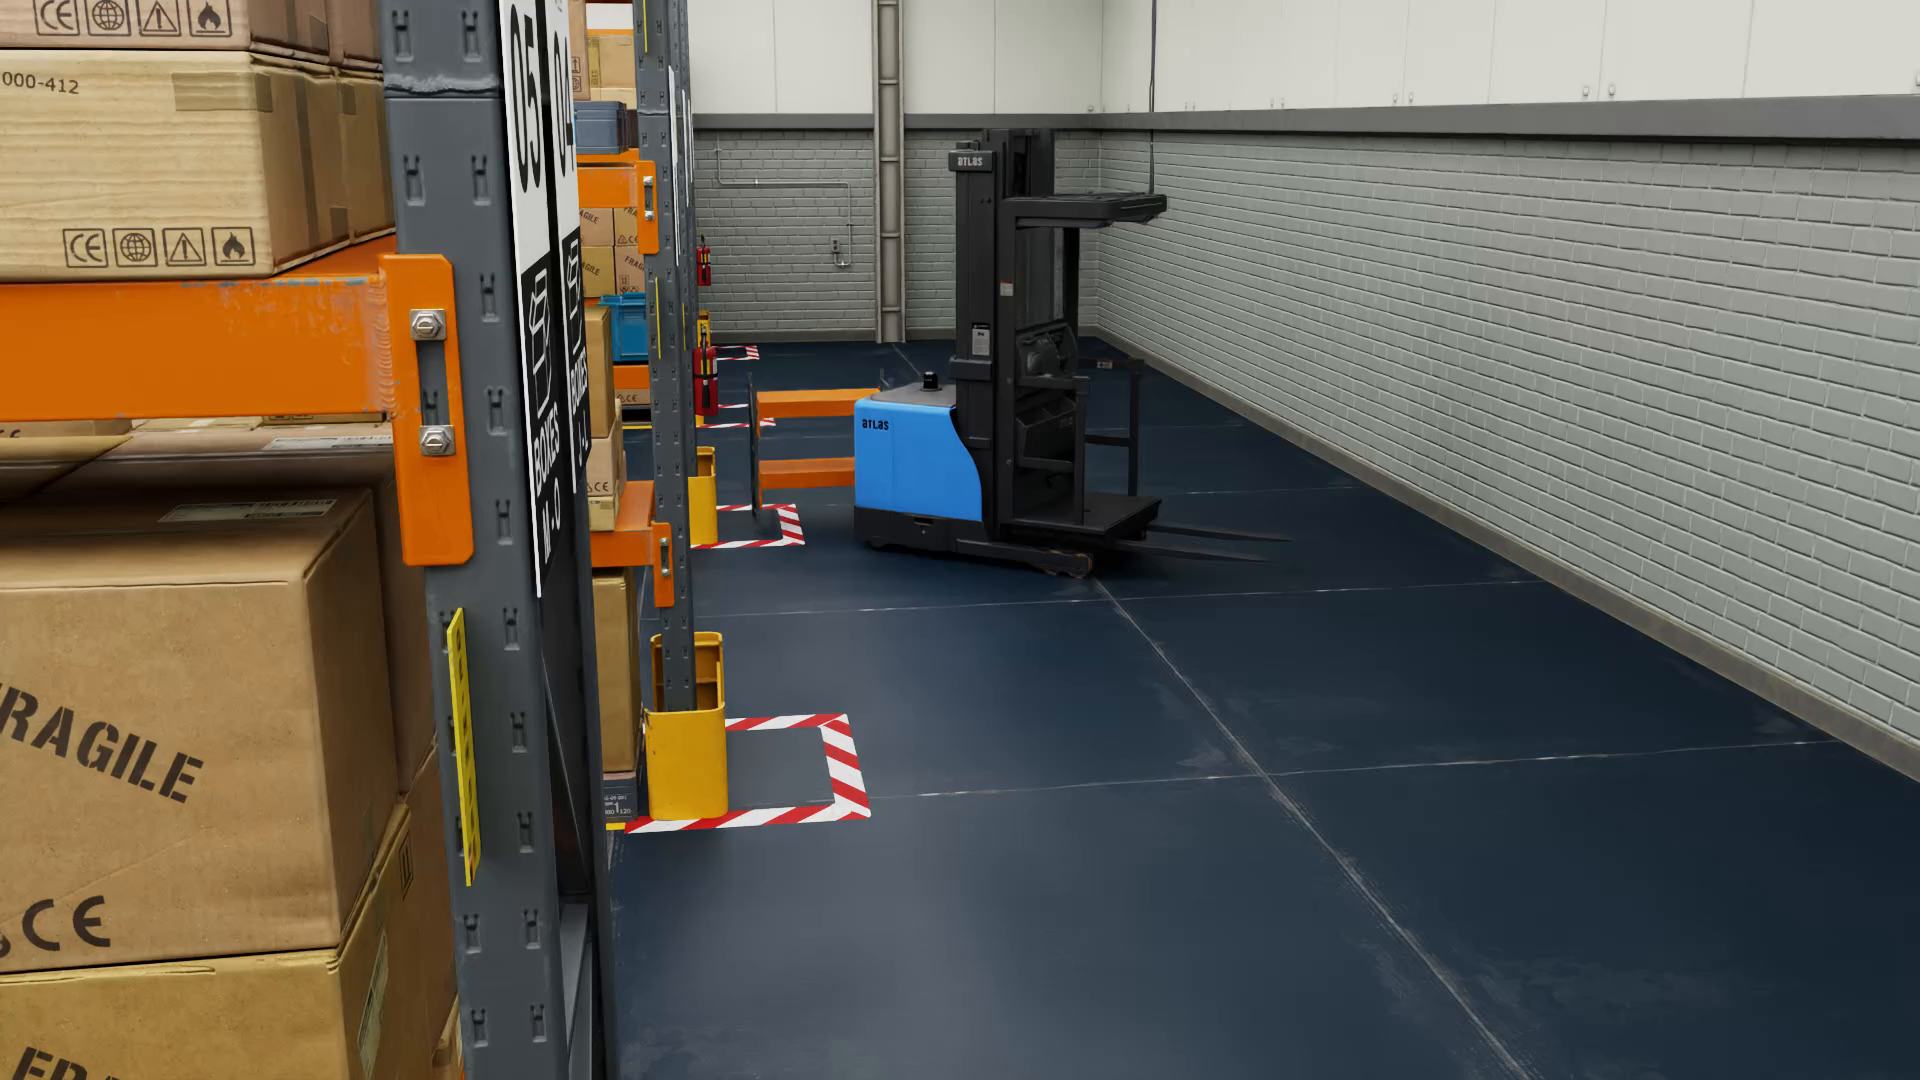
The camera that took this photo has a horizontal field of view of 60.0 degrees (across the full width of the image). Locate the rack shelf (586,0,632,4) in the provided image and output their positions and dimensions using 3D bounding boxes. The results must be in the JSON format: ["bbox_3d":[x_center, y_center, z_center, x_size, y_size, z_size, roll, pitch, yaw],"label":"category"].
[{"bbox_3d":[-4.754,-5.234,16.079,4.000,0.370,1.077,-2,14,-8],"label":"rack shelf"}]

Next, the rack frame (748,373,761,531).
[{"bbox_3d":[-1.557,-0.672,12.587,0.032,1.125,0.500,-3,14,-11],"label":"rack frame"}]

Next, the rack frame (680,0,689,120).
[{"bbox_3d":[-2.776,-5.657,16.280,0.127,3.000,1.000,-2,14,-8],"label":"rack frame"}]

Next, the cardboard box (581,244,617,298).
[{"bbox_3d":[-3.691,-2.694,16.594,0.500,0.500,0.500,-2,14,-8],"label":"cardboard box"}]

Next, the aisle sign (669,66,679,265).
[{"bbox_3d":[-1.188,-1.556,6.914,0.004,0.787,0.394,-2,14,-8],"label":"aisle sign"}]

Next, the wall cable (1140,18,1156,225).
[{"bbox_3d":[2.129,-5.461,21.883,0.112,2.526,3.097,-2,14,-8],"label":"wall cable"}]

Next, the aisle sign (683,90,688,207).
[{"bbox_3d":[-1.927,-2.749,11.672,0.004,0.787,0.394,-2,14,-8],"label":"aisle sign"}]

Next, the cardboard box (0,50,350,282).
[{"bbox_3d":[-1.075,-0.470,2.070,0.500,0.250,0.500,-2,14,-10],"label":"cardboard box"}]

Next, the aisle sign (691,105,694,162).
[{"bbox_3d":[-3.402,-5.130,21.167,0.004,0.787,0.394,-2,14,-8],"label":"aisle sign"}]

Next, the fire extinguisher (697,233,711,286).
[{"bbox_3d":[-3.300,-3.615,21.395,0.183,0.674,0.296,-2,14,-8],"label":"fire extinguisher"}]

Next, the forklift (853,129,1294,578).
[{"bbox_3d":[0.783,-1.311,11.422,3.031,2.935,1.130,7,16,26],"label":"forklift"}]

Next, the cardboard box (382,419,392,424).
[{"bbox_3d":[-2.332,-0.463,7.598,0.500,0.250,0.500,-2,14,-9],"label":"cardboard box"}]

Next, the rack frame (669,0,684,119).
[{"bbox_3d":[-2.042,-4.466,11.529,0.127,3.000,1.000,-2,14,-8],"label":"rack frame"}]

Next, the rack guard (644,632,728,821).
[{"bbox_3d":[-1.280,0.847,7.815,0.348,0.500,1.175,-2,14,-8],"label":"rack guard"}]

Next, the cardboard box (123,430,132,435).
[{"bbox_3d":[-3.752,-0.282,6.876,0.500,0.250,0.500,-2,14,-7],"label":"cardboard box"}]

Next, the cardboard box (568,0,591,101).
[{"bbox_3d":[-1.810,-2.088,6.941,0.500,0.500,0.700,-3,14,-12],"label":"cardboard box"}]

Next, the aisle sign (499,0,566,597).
[{"bbox_3d":[-0.548,-0.359,2.142,0.004,0.787,0.394,-2,14,-8],"label":"aisle sign"}]

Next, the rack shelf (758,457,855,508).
[{"bbox_3d":[-1.059,-0.458,12.742,1.000,0.278,0.538,-3,14,-11],"label":"rack shelf"}]

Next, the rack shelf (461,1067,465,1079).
[{"bbox_3d":[-2.642,1.254,2.534,4.000,0.370,1.077,-2,14,-8],"label":"rack shelf"}]

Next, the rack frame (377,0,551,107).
[{"bbox_3d":[-0.665,-2.077,2.006,0.127,3.000,1.000,-2,14,-8],"label":"rack frame"}]

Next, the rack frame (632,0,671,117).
[{"bbox_3d":[-1.304,-3.274,6.778,0.127,3.000,1.000,-2,14,-8],"label":"rack frame"}]

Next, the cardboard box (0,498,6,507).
[{"bbox_3d":[-1.581,0.250,2.188,0.500,0.500,0.500,-3,14,-10],"label":"cardboard box"}]

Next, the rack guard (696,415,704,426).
[{"bbox_3d":[-2.851,-1.532,17.303,0.348,0.500,1.175,-2,14,-8],"label":"rack guard"}]

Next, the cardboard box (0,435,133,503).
[{"bbox_3d":[-1.646,0.127,2.677,0.500,0.500,0.500,-2,14,-7],"label":"cardboard box"}]

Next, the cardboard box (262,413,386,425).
[{"bbox_3d":[-2.824,-0.809,7.435,0.500,0.500,0.500,-2,14,-10],"label":"cardboard box"}]

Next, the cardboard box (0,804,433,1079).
[{"bbox_3d":[-1.071,0.718,2.376,0.500,0.500,0.500,-2,14,-7],"label":"cardboard box"}]

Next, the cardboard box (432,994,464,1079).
[{"bbox_3d":[-1.034,0.887,3.034,0.250,0.149,0.380,-2,14,-9],"label":"cardboard box"}]

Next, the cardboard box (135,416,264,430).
[{"bbox_3d":[-3.344,-0.425,7.448,0.500,0.250,0.500,-2,14,-9],"label":"cardboard box"}]

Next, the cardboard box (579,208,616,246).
[{"bbox_3d":[-3.674,-3.180,16.474,0.500,0.500,0.500,-2,14,-7],"label":"cardboard box"}]

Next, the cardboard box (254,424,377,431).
[{"bbox_3d":[-2.748,-0.318,7.019,0.500,0.250,0.500,-3,14,-10],"label":"cardboard box"}]

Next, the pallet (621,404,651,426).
[{"bbox_3d":[-3.639,-1.363,17.222,1.213,0.211,1.003,-2,14,-8],"label":"pallet"}]

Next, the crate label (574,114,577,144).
[{"bbox_3d":[-3.002,-2.983,12.088,0.502,0.251,0.408,-2,14,-8],"label":"crate label"}]

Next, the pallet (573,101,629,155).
[{"bbox_3d":[-2.036,-1.747,7.036,1.213,0.211,1.003,-2,14,-8],"label":"pallet"}]

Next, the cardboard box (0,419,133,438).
[{"bbox_3d":[-3.745,-0.646,6.788,0.500,0.500,0.500,-3,14,-10],"label":"cardboard box"}]

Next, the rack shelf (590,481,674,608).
[{"bbox_3d":[-3.281,0.057,7.306,4.000,0.370,1.077,-2,14,-8],"label":"rack shelf"}]

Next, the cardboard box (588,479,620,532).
[{"bbox_3d":[-1.607,-0.150,7.171,0.250,0.149,0.380,-2,14,-7],"label":"cardboard box"}]

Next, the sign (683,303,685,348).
[{"bbox_3d":[-1.944,-1.503,11.713,0.005,0.325,0.100,-2,14,-8],"label":"sign"}]

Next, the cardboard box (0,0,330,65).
[{"bbox_3d":[-1.082,-0.714,2.018,0.500,0.250,0.500,-3,14,-10],"label":"cardboard box"}]

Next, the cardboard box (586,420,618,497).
[{"bbox_3d":[-1.743,-0.354,7.165,0.500,0.250,0.500,-2,14,-9],"label":"cardboard box"}]

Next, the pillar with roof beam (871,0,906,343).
[{"bbox_3d":[-0.335,-6.119,18.122,0.400,9.000,9.100,-2,14,-8],"label":"pillar with roof beam"}]

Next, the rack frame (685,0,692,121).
[{"bbox_3d":[-3.518,-6.849,21.031,0.127,3.000,1.000,-2,14,-8],"label":"rack frame"}]

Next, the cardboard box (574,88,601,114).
[{"bbox_3d":[-3.740,-4.274,16.211,0.500,0.250,0.500,-2,14,-8],"label":"cardboard box"}]

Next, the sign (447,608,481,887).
[{"bbox_3d":[-0.602,0.252,2.021,0.005,0.325,0.100,-2,14,-8],"label":"sign"}]

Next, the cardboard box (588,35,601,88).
[{"bbox_3d":[-3.788,-4.715,16.430,0.500,0.500,0.700,-2,14,-8],"label":"cardboard box"}]

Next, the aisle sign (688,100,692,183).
[{"bbox_3d":[-2.663,-3.937,16.410,0.004,0.787,0.394,-2,14,-8],"label":"aisle sign"}]

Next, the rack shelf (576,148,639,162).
[{"bbox_3d":[-4.019,-2.589,11.692,4.000,0.370,1.077,-2,14,-8],"label":"rack shelf"}]

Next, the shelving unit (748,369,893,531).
[{"bbox_3d":[-1.059,-0.696,12.683,1.048,1.125,0.538,-3,14,-11],"label":"shelving unit"}]

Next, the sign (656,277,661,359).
[{"bbox_3d":[-1.237,-0.910,6.816,0.005,0.325,0.100,-2,14,-8],"label":"sign"}]
